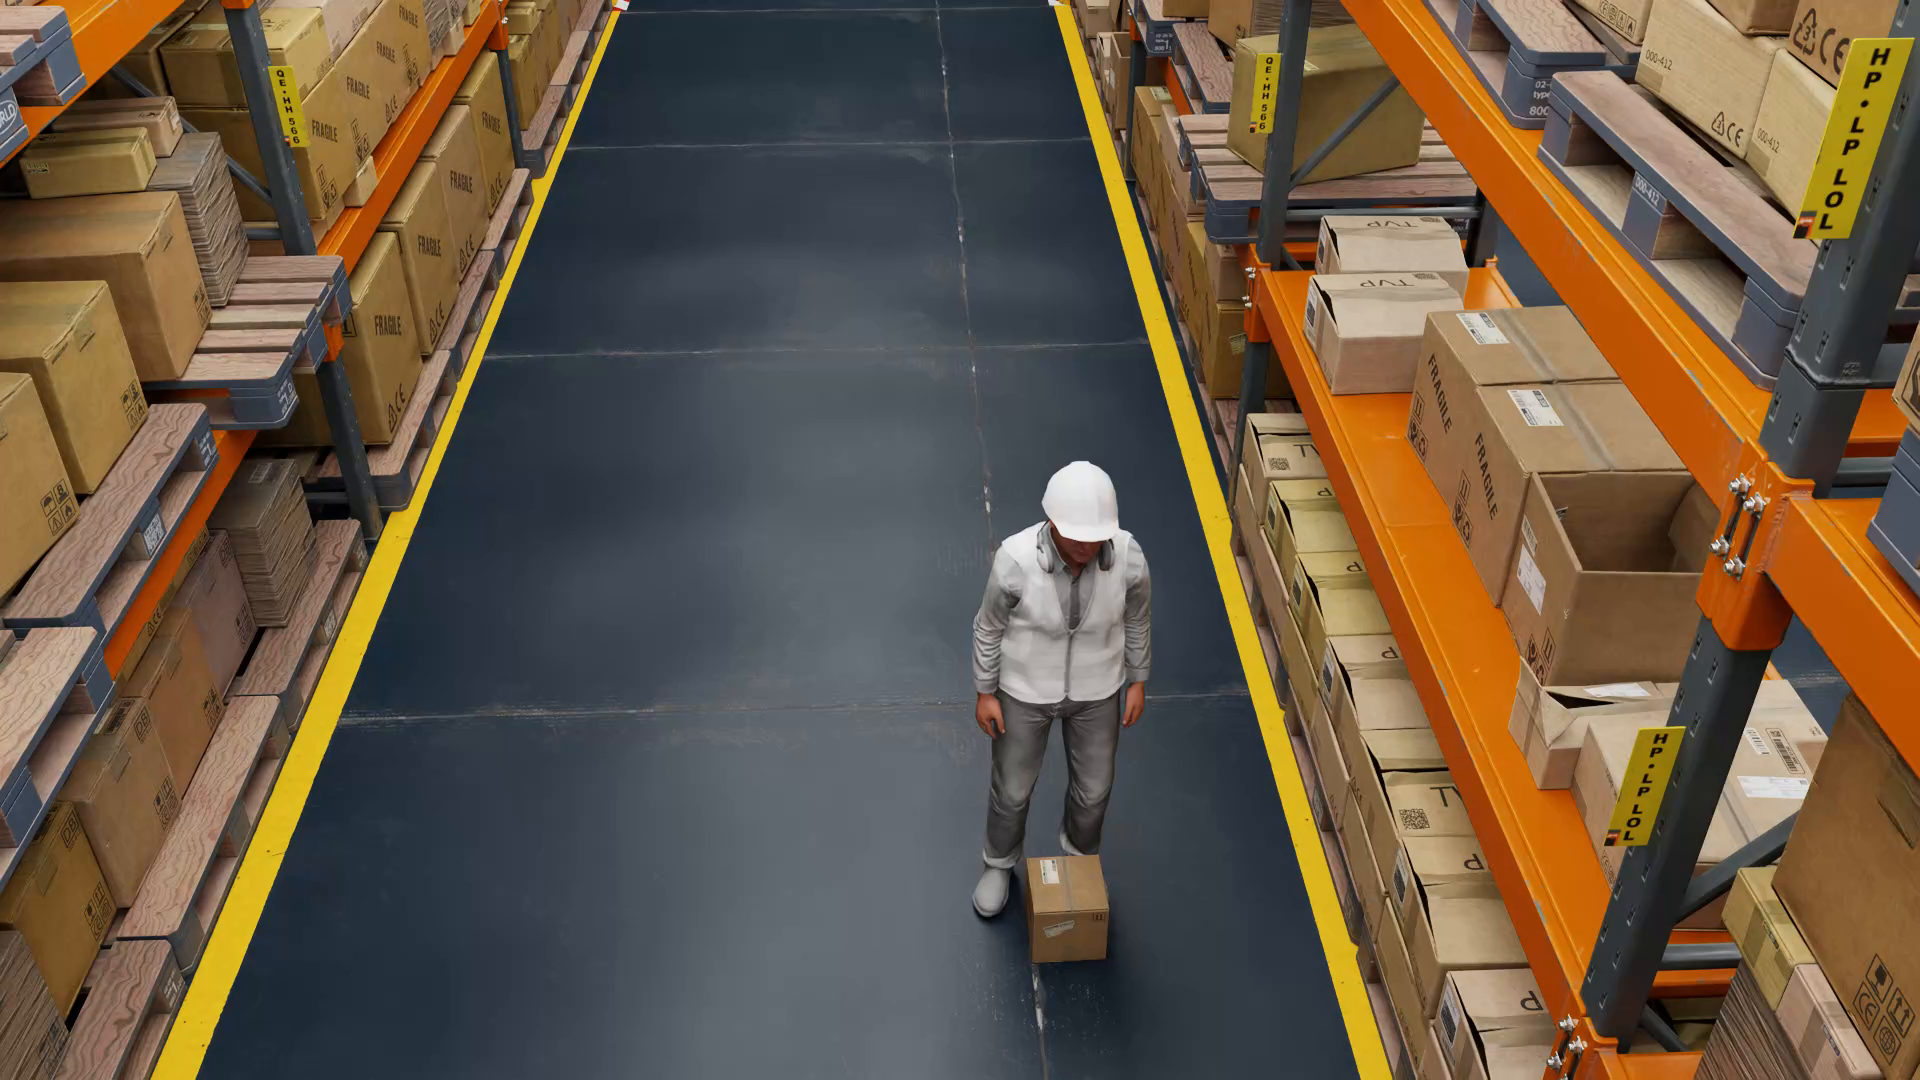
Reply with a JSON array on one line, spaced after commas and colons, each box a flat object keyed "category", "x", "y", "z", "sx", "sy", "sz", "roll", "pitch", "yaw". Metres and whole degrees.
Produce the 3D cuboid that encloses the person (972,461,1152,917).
[{"category": "person", "x": 0.329, "y": 0.482, "z": 5.434, "sx": 0.595, "sy": 1.771, "sz": 0.463, "roll": -4, "pitch": 35, "yaw": -5}]
